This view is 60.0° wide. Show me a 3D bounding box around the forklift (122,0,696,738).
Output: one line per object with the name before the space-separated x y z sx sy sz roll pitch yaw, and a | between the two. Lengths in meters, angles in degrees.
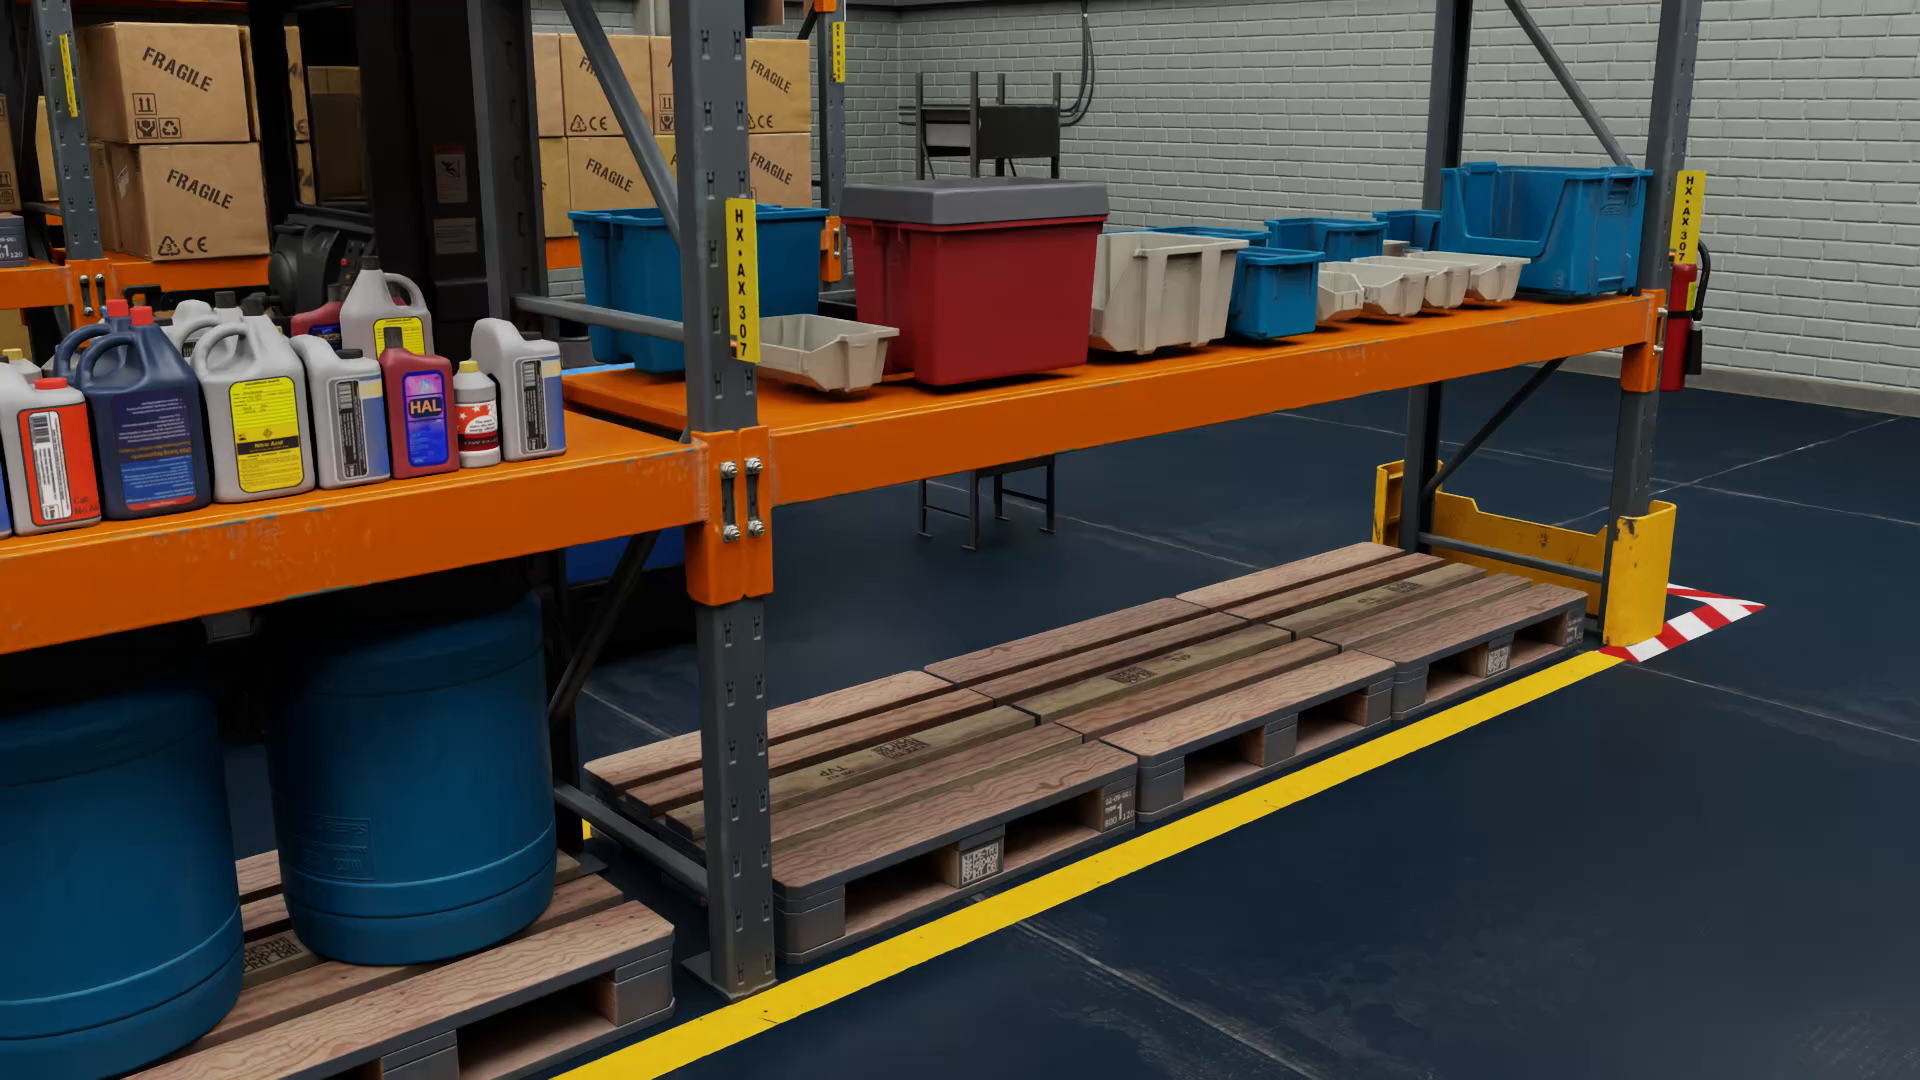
forklift | -2.336 -0.932 5.558 3.031 2.935 1.130 -12 19 -37

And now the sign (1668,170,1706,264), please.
sign | 2.592 -1.151 5.929 0.005 0.325 0.100 -13 19 -39

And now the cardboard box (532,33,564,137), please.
cardboard box | -2.342 -2.282 8.350 0.500 0.500 0.500 -12 19 -38

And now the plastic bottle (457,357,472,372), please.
plastic bottle | -0.980 -0.294 3.423 0.097 0.201 0.097 0 15 0

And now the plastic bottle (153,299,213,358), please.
plastic bottle | -1.674 -0.372 3.572 0.135 0.276 0.152 -13 19 -39

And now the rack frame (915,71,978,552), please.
rack frame | -0.059 -1.001 7.429 0.015 2.100 0.400 -13 19 -39

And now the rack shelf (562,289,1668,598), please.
rack shelf | 0.710 -0.490 5.165 4.000 0.370 1.077 -13 19 -39

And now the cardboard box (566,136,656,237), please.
cardboard box | -1.959 -1.889 8.814 0.500 0.500 0.500 -12 19 -39

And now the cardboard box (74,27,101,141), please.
cardboard box | -3.836 -2.131 7.784 0.500 0.500 0.500 -13 19 -39

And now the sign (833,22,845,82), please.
sign | -0.681 -2.742 9.346 0.005 0.325 0.100 -13 19 -39

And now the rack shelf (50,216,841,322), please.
rack shelf | -2.539 -1.455 8.778 4.000 0.370 1.077 -13 19 -39

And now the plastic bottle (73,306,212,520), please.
plastic bottle | -1.417 -0.224 2.872 0.185 0.351 0.144 -13 19 -39

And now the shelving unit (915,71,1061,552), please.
shelving unit | 0.125 -1.042 7.584 0.503 2.100 0.431 -13 19 -39

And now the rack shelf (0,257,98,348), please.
rack shelf | -5.557 -0.777 6.241 4.000 0.370 1.077 -13 19 -39

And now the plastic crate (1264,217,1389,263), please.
plastic crate | 1.319 -1.035 6.021 0.300 0.233 0.416 -13 19 -39

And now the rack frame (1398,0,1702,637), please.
rack frame | 2.218 -1.176 6.341 0.127 3.000 1.000 -13 19 -39

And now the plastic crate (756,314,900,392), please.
plastic crate | -0.354 -0.451 4.021 0.243 0.136 0.396 -13 19 -39

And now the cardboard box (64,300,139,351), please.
cardboard box | -6.290 -1.614 12.009 0.500 0.500 0.700 -13 20 -40

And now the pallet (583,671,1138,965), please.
pallet | -0.270 0.717 4.658 1.213 0.211 1.003 -13 19 -39

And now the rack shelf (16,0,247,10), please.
rack shelf | -5.794 -3.868 11.999 4.000 0.370 1.077 -13 19 -39

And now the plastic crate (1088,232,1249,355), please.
plastic crate | 0.474 -0.693 4.646 0.530 0.282 0.437 -13 19 -39

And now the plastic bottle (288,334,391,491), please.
plastic bottle | -1.160 -0.247 3.103 0.135 0.276 0.152 -13 19 -39

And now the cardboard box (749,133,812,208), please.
cardboard box | -1.190 -2.061 9.458 0.500 0.500 0.500 -12 19 -38

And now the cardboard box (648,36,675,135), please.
cardboard box | -1.566 -2.458 9.008 0.500 0.500 0.500 -12 19 -38

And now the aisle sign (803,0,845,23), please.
aisle sign | -0.778 -3.349 9.438 0.004 0.787 0.394 -13 19 -39

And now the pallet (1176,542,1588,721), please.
pallet | 1.571 0.303 6.206 1.213 0.211 1.003 -13 19 -39

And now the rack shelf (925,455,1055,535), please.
rack shelf | 0.125 -0.353 7.768 0.480 0.518 0.431 -13 19 -39

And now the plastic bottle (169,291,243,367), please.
plastic bottle | -1.372 -0.283 3.094 0.185 0.351 0.144 -13 19 -39

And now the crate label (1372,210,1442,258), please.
crate label | 1.816 -1.147 6.438 0.303 0.233 0.416 -13 19 -39

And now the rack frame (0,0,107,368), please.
rack frame | -4.048 -1.464 7.417 0.127 3.000 1.000 -13 19 -39

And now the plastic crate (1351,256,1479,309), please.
plastic crate | 1.494 -0.858 5.545 0.243 0.136 0.396 -13 19 -39

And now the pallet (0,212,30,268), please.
pallet | -4.722 -1.257 7.014 1.213 0.211 1.003 -13 19 -39

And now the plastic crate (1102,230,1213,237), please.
plastic crate | 0.596 -0.873 5.413 0.300 0.233 0.416 -13 19 -39

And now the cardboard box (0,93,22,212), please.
cardboard box | -4.552 -1.678 7.212 0.700 0.500 0.500 8 17 28

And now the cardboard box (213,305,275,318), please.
cardboard box | -5.504 -1.792 12.676 0.500 0.500 0.700 -13 20 -41

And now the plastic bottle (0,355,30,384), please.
plastic bottle | -1.636 -0.181 2.863 0.097 0.271 0.097 0 15 0

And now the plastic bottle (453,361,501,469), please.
plastic bottle | -0.954 -0.248 3.251 0.097 0.201 0.097 0 15 0

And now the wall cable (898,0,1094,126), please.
wall cable | 0.216 -5.392 16.514 0.112 2.526 3.097 -13 19 -39

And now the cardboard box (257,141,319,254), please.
cardboard box | -3.100 -1.632 7.855 0.500 0.500 0.500 -12 19 -38

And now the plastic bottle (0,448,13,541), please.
plastic bottle | -1.642 -0.139 2.698 0.135 0.276 0.152 -13 19 -39

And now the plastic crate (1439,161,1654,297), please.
plastic crate | 2.088 -1.129 5.980 0.499 0.435 0.616 -13 19 -39

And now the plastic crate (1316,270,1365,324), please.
plastic crate | 1.089 -0.752 5.149 0.250 0.136 0.298 -13 19 -39

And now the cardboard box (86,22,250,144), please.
cardboard box | -3.508 -2.020 7.368 0.500 0.500 0.500 -12 19 -38

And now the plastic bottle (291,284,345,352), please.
plastic bottle | -1.456 -0.441 3.813 0.133 0.283 0.061 -13 19 -39

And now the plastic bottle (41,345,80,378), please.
plastic bottle | -1.853 -0.306 3.466 0.097 0.201 0.097 0 15 0

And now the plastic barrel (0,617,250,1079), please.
plastic barrel | -1.755 0.521 3.239 0.708 0.901 0.600 -13 19 -39
